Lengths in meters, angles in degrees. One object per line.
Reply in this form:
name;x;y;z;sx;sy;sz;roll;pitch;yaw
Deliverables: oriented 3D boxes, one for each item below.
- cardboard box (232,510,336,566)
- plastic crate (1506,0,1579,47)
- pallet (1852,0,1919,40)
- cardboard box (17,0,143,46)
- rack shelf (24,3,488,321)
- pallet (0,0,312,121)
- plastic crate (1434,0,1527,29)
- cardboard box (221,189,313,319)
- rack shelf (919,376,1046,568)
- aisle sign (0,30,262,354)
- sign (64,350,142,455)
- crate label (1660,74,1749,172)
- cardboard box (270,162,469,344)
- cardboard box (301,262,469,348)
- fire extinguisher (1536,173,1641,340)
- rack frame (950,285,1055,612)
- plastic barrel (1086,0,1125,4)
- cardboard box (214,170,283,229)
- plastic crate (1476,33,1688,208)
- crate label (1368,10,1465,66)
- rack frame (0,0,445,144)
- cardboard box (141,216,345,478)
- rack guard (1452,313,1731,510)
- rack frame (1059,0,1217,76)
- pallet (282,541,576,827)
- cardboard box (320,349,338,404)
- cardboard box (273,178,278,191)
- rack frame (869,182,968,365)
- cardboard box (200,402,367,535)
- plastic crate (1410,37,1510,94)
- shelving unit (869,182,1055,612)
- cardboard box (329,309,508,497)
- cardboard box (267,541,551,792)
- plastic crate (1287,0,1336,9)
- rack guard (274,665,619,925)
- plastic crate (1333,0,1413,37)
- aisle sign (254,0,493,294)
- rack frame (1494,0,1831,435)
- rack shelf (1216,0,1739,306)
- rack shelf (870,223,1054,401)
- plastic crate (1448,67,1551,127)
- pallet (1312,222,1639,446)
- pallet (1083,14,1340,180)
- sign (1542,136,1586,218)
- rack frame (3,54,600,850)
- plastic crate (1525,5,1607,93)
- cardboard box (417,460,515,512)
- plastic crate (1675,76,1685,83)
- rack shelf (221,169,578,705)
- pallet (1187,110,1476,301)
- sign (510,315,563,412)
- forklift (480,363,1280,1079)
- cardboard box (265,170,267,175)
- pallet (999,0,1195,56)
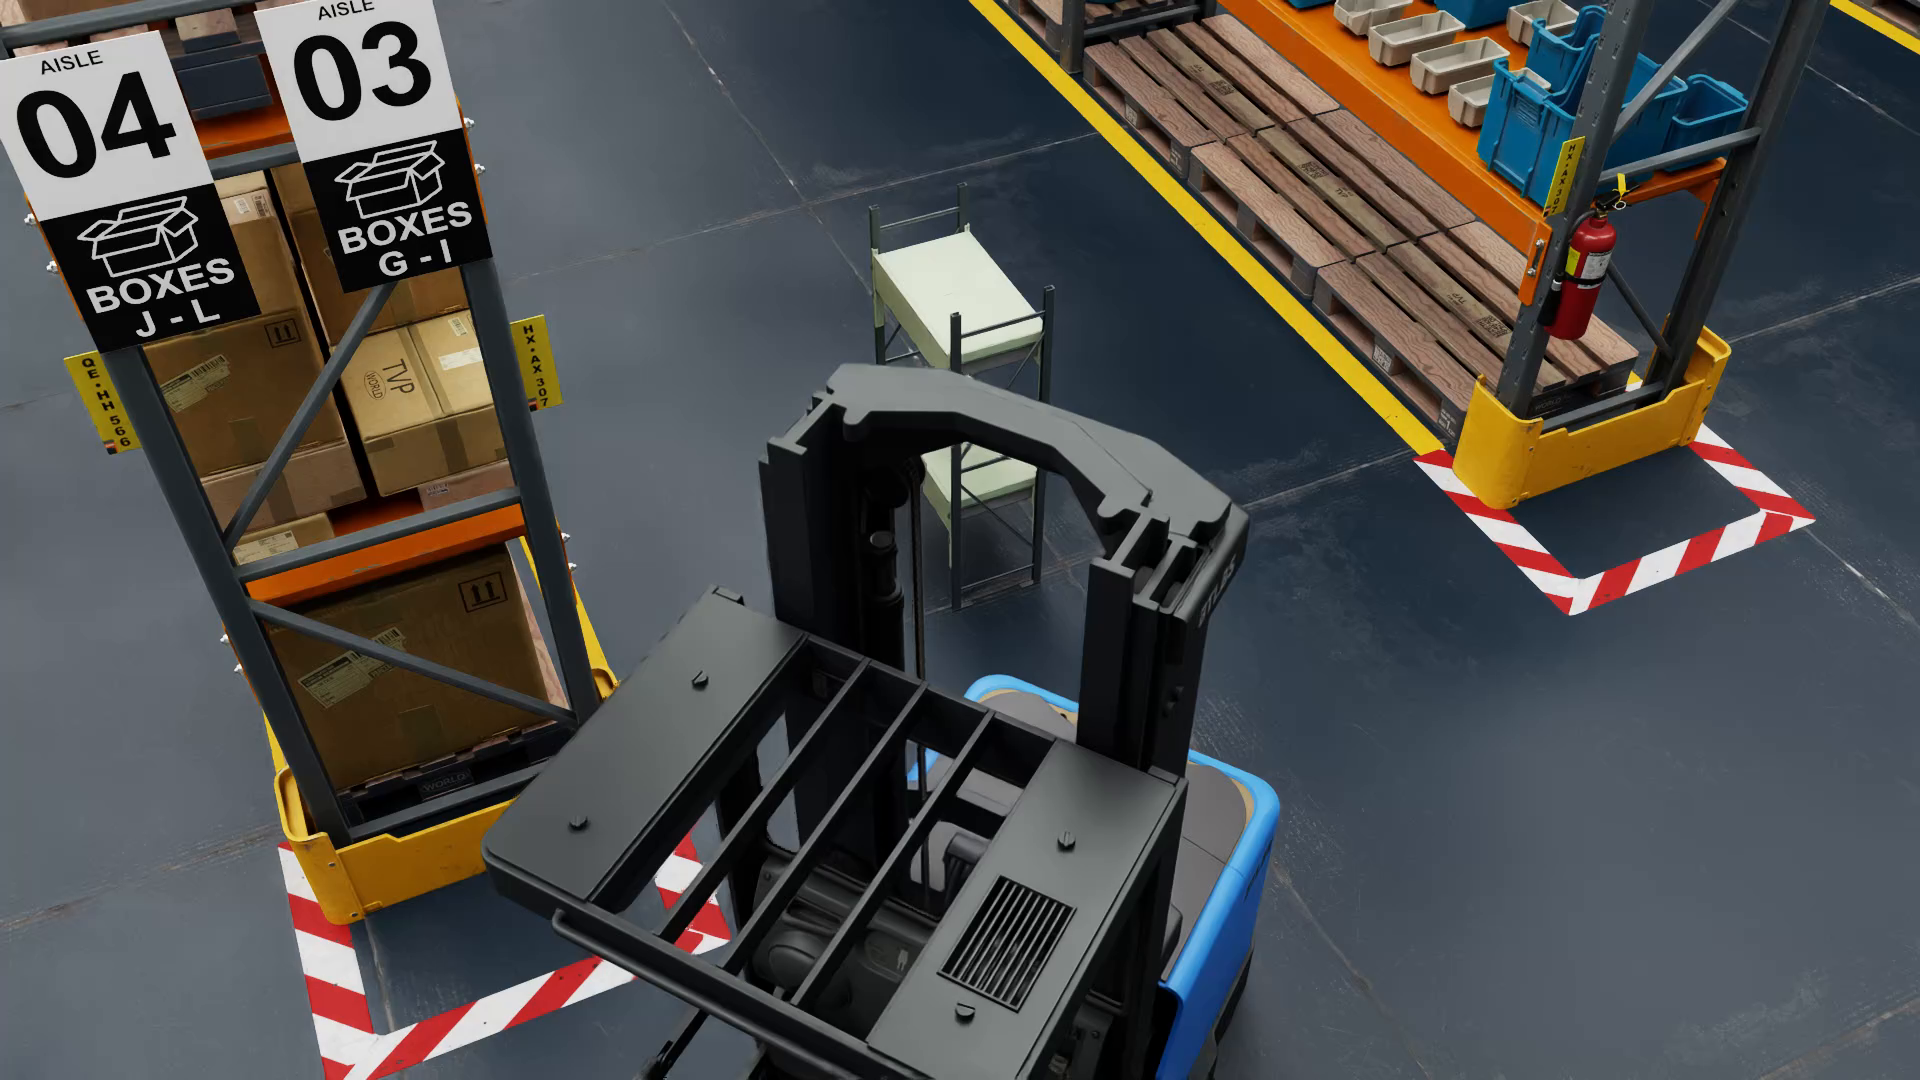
cardboard box;-2.183;-0.054;5.216;0.380;0.149;0.250;-17;47;-17
plastic crate;2.609;-2.319;7.479;0.250;0.136;0.298;-18;47;-17
pallet;6.378;-3.276;10.289;1.003;0.211;1.213;-18;47;-17
cardboard box;-2.002;-1.617;4.045;0.700;0.500;0.500;-21;48;-20
rack shelf;-2.575;-2.100;5.488;1.077;0.370;4.000;-18;47;-17
pallet;-2.056;-1.519;4.450;1.003;0.211;1.213;-18;47;-17
plastic crate;2.401;-2.532;7.625;0.416;0.233;0.300;-18;47;-17
cardboard box;-2.606;-0.944;5.835;0.500;0.250;0.500;-20;48;-19
rack shelf;-0.003;-0.306;6.825;0.431;0.370;0.720;-18;47;-17
aisle sign;-1.976;-0.804;3.947;0.394;0.787;0.004;-18;47;-17
sign;-2.233;-0.359;4.354;0.100;0.325;0.005;-18;47;-17
crate label;2.954;-1.692;6.775;0.416;0.233;0.303;-18;47;-17
cardboard box;-1.901;-1.037;5.395;0.500;0.500;0.500;-19;48;-18
cardboard box;-1.916;-0.781;5.670;0.500;0.250;0.500;-19;48;-18
fire extinguisher;2.411;-1.086;6.404;0.296;0.674;0.183;-18;47;-17
rack frame;0.151;-0.305;6.360;0.400;1.500;0.023;-18;47;-17
plastic barrel;0.864;-3.779;10.009;0.600;0.901;0.708;-18;47;-17
cardboard box;-2.829;-1.275;6.170;0.500;0.250;0.500;-18;47;-17
plastic crate;2.449;-1.668;6.606;0.616;0.435;0.499;-18;47;-17
crate label;2.004;-2.229;7.387;0.396;0.136;0.243;-18;47;-17
rack frame;-1.734;-2.149;2.890;1.000;3.000;0.127;-18;47;-17
cardboard box;-2.178;-0.566;4.918;0.500;0.500;0.500;-17;47;-17
rack guard;2.781;-0.575;7.346;1.175;0.500;0.348;-18;47;-17
rack frame;1.078;-4.025;9.063;1.000;3.000;0.127;-18;47;-17
pallet;-2.142;0.493;6.469;1.003;0.211;1.213;-18;47;-17
cardboard box;-2.392;-0.620;5.506;0.500;0.250;0.500;-19;48;-18
cardboard box;-2.125;-1.366;5.728;0.500;0.500;0.500;-19;48;-18
rack frame;-0.157;-0.771;6.833;0.400;1.500;0.023;-18;47;-17
cardboard box;-2.179;-0.296;5.179;0.500;0.250;0.500;-19;48;-18
plastic crate;2.144;-2.059;7.215;0.396;0.136;0.243;-18;47;-17
shelving unit;-0.003;-0.538;6.596;0.431;1.500;0.755;-18;47;-17
cardboard box;-1.691;-0.452;5.336;0.500;0.250;0.500;-19;48;-18
cardboard box;-2.076;0.209;5.985;0.875;0.875;0.875;-18;47;-17
plastic crate;1.663;-2.671;7.767;0.416;0.233;0.300;-18;47;-17
rack guard;-1.724;0.892;5.859;1.175;0.500;0.348;-18;47;-17
plastic crate;1.863;-2.412;7.573;0.298;0.136;0.250;-18;47;-17
aisle sign;-1.432;-0.982;4.127;0.394;0.787;0.004;-18;47;-17
rack frame;2.759;-1.476;6.479;1.000;3.000;0.127;-18;47;-17
rack shelf;1.919;-2.495;8.024;1.077;0.370;4.000;-18;47;-17
rack shelf;-0.003;-0.816;6.322;0.431;0.370;0.720;-18;47;-17
plastic crate;2.252;-1.870;7.023;0.396;0.136;0.243;-18;47;-17
pallet;2.448;-1.021;8.003;1.003;0.211;1.213;-18;47;-17
pallet;1.422;-2.575;9.579;1.003;0.211;1.213;-18;47;-17
sign;2.267;-1.361;6.247;0.100;0.325;0.005;-18;47;-17
rack frame;-1.734;-0.013;4.997;1.000;3.000;0.127;-18;47;-17
plastic crate;2.678;-2.112;7.200;0.416;0.233;0.300;-18;47;-17
cardboard box;-1.584;-0.248;5.413;0.380;0.149;0.250;-18;47;-17
plastic crate;2.895;-1.887;7.041;0.250;0.136;0.298;-18;47;-17
rack shelf;-2.575;-1.032;6.541;1.077;0.370;4.000;-18;47;-17
pallet;1.939;-1.797;8.790;1.003;0.211;1.213;-18;47;-17
sign;-1.228;-0.510;4.827;0.100;0.325;0.005;-18;47;-17
forklift;-0.192;1.189;3.827;1.130;2.935;3.031;21;48;20
cardboard box;-3.029;-1.591;6.491;0.500;0.250;0.500;-17;47;-16
pallet;0.791;-3.537;10.553;1.003;0.211;1.213;-18;47;-17
